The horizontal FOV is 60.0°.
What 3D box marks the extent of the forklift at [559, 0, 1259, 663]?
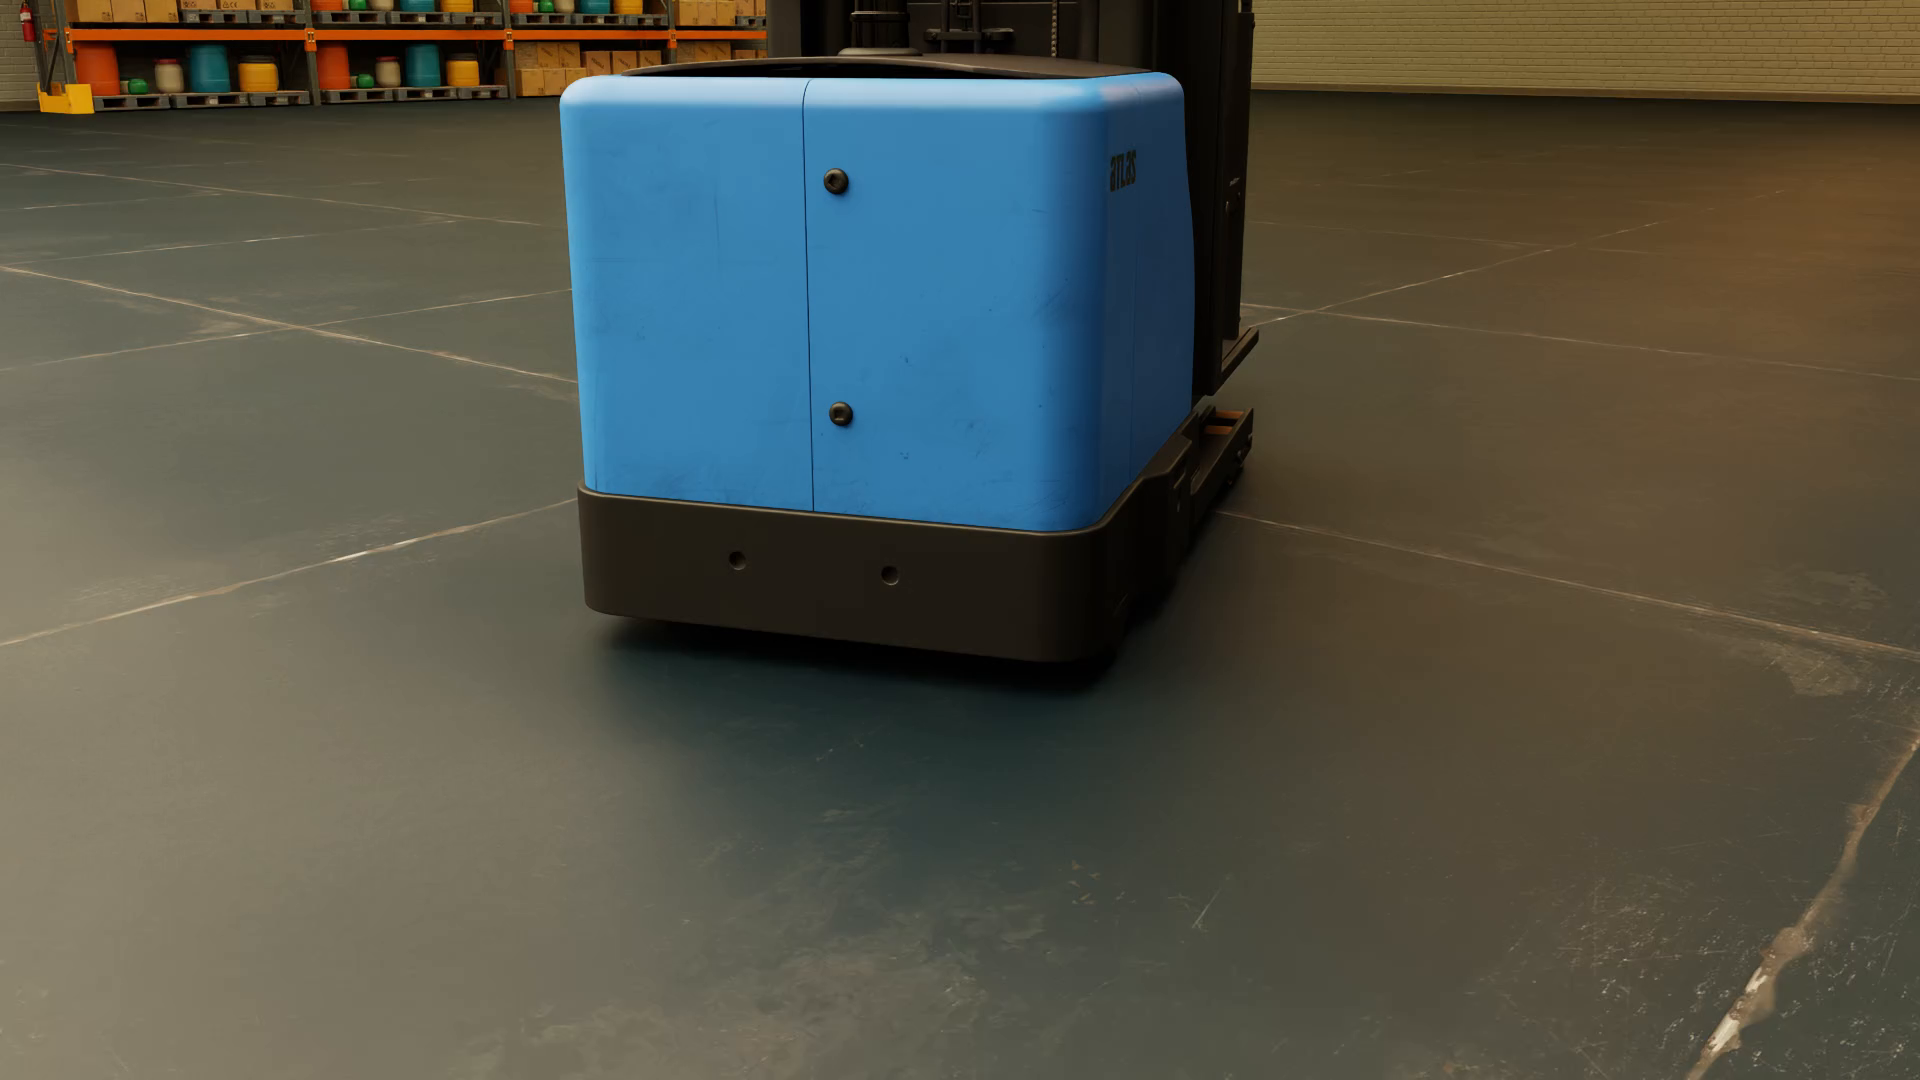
[{"bbox_3d":[0.182,-1.571,4.072,1.130,2.935,3.031,5,18,17],"label":"forklift"}]
